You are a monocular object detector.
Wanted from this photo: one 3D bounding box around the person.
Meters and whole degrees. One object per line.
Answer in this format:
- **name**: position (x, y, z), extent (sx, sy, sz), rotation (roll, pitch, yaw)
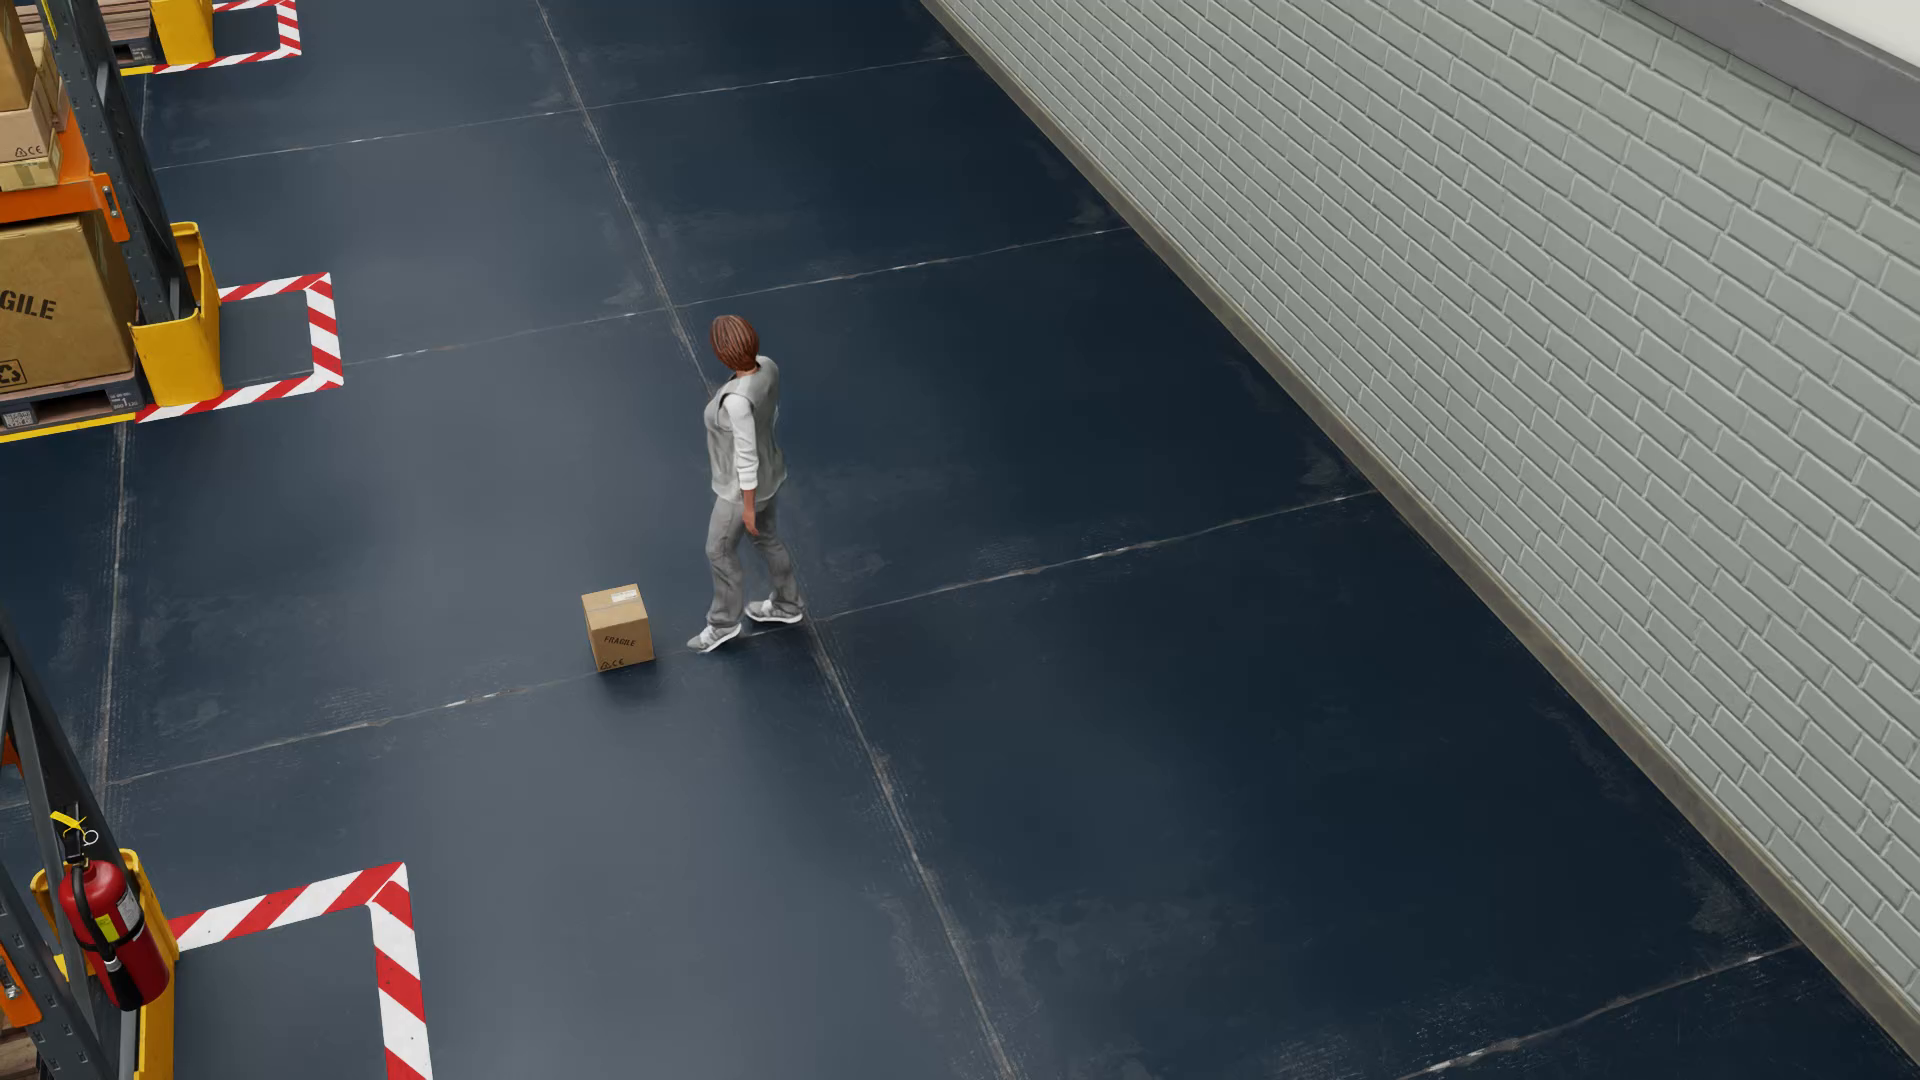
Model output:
- **person**: position (-0.943, -0.226, 7.088), extent (0.482, 1.613, 0.461), rotation (9, 39, 11)
